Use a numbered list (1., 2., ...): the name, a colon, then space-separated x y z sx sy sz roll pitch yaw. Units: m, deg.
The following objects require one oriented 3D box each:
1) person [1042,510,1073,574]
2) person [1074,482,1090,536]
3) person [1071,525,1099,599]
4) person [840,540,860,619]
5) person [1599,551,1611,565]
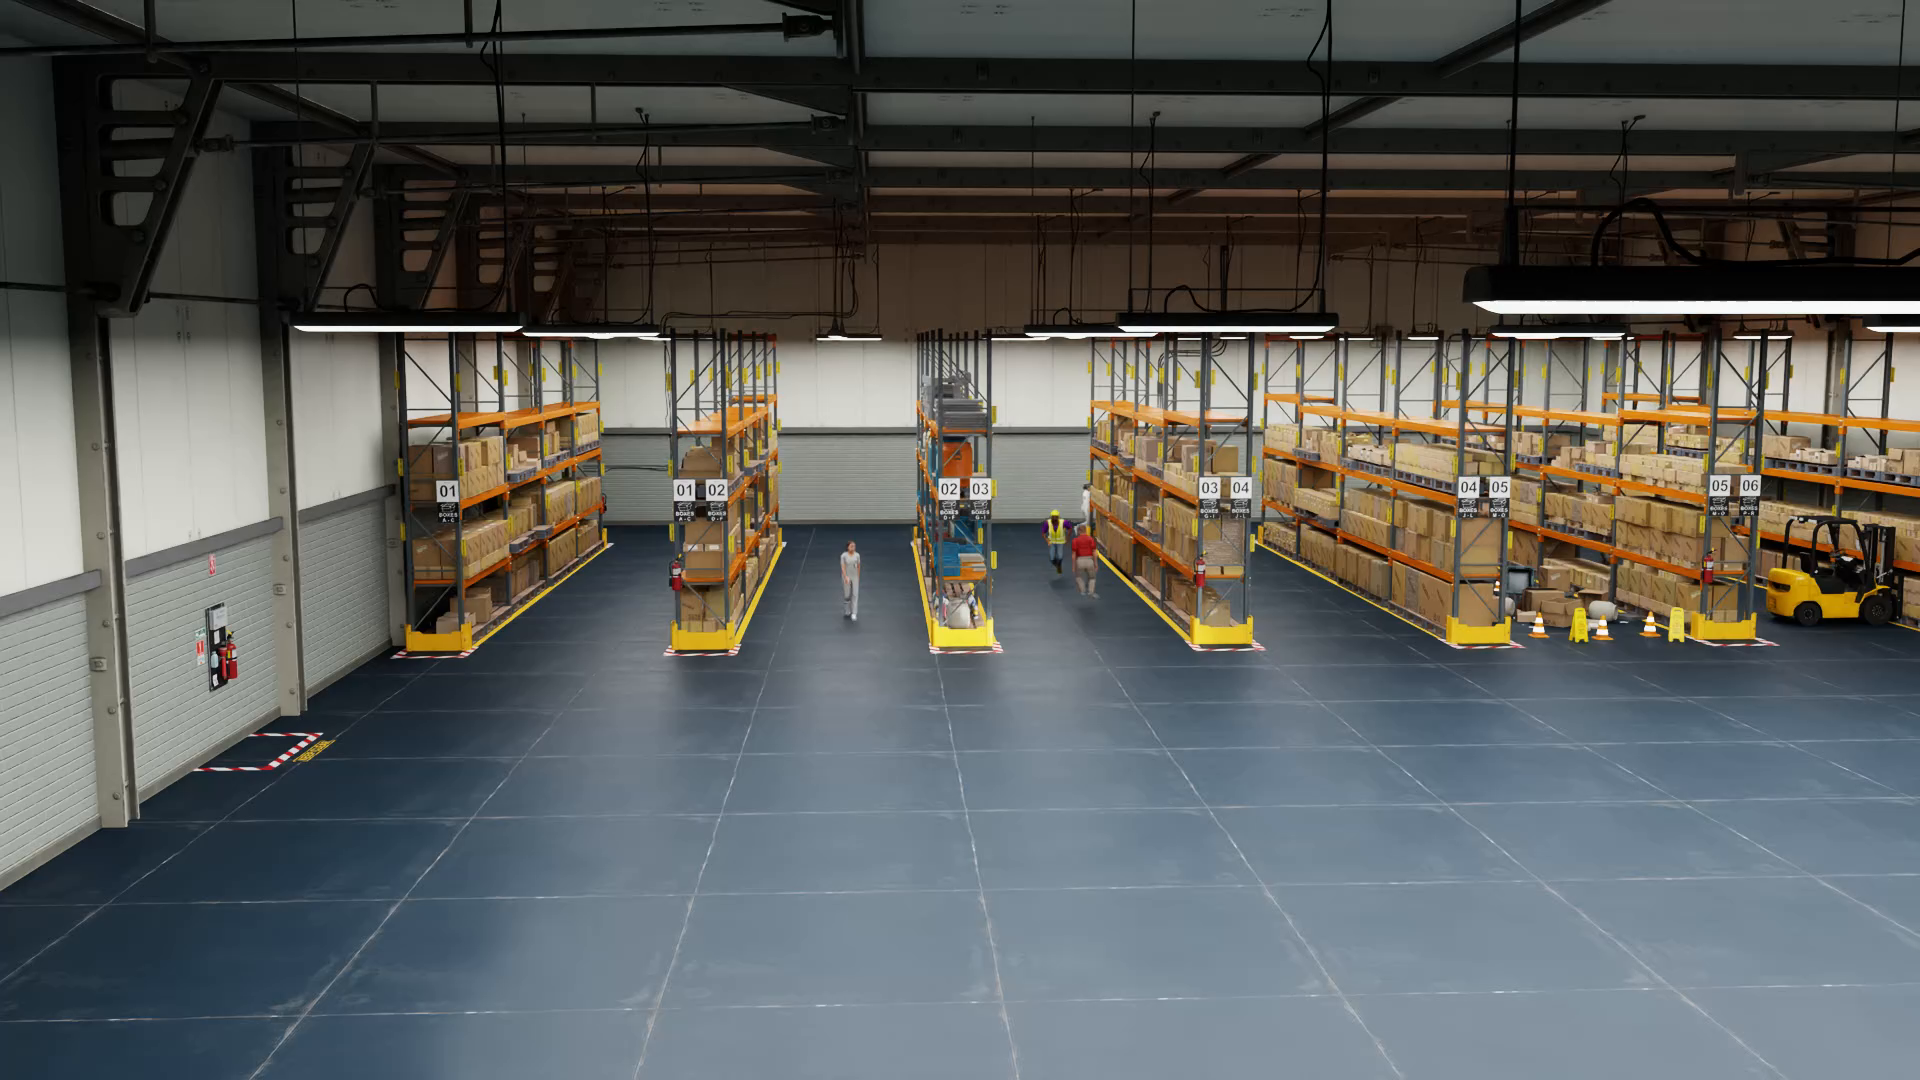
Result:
1. person: 2.353 0.048 40.353 0.744 1.608 0.714 1 7 5
2. person: 3.659 -0.861 48.801 0.587 1.658 0.528 2 7 14
3. person: 2.714 0.481 36.117 0.597 1.596 0.650 0 7 0
4. person: -2.284 0.809 34.813 0.436 1.607 0.963 -1 7 -12
5. person: 16.801 -0.159 43.091 0.496 1.688 0.389 -5 8 -34
